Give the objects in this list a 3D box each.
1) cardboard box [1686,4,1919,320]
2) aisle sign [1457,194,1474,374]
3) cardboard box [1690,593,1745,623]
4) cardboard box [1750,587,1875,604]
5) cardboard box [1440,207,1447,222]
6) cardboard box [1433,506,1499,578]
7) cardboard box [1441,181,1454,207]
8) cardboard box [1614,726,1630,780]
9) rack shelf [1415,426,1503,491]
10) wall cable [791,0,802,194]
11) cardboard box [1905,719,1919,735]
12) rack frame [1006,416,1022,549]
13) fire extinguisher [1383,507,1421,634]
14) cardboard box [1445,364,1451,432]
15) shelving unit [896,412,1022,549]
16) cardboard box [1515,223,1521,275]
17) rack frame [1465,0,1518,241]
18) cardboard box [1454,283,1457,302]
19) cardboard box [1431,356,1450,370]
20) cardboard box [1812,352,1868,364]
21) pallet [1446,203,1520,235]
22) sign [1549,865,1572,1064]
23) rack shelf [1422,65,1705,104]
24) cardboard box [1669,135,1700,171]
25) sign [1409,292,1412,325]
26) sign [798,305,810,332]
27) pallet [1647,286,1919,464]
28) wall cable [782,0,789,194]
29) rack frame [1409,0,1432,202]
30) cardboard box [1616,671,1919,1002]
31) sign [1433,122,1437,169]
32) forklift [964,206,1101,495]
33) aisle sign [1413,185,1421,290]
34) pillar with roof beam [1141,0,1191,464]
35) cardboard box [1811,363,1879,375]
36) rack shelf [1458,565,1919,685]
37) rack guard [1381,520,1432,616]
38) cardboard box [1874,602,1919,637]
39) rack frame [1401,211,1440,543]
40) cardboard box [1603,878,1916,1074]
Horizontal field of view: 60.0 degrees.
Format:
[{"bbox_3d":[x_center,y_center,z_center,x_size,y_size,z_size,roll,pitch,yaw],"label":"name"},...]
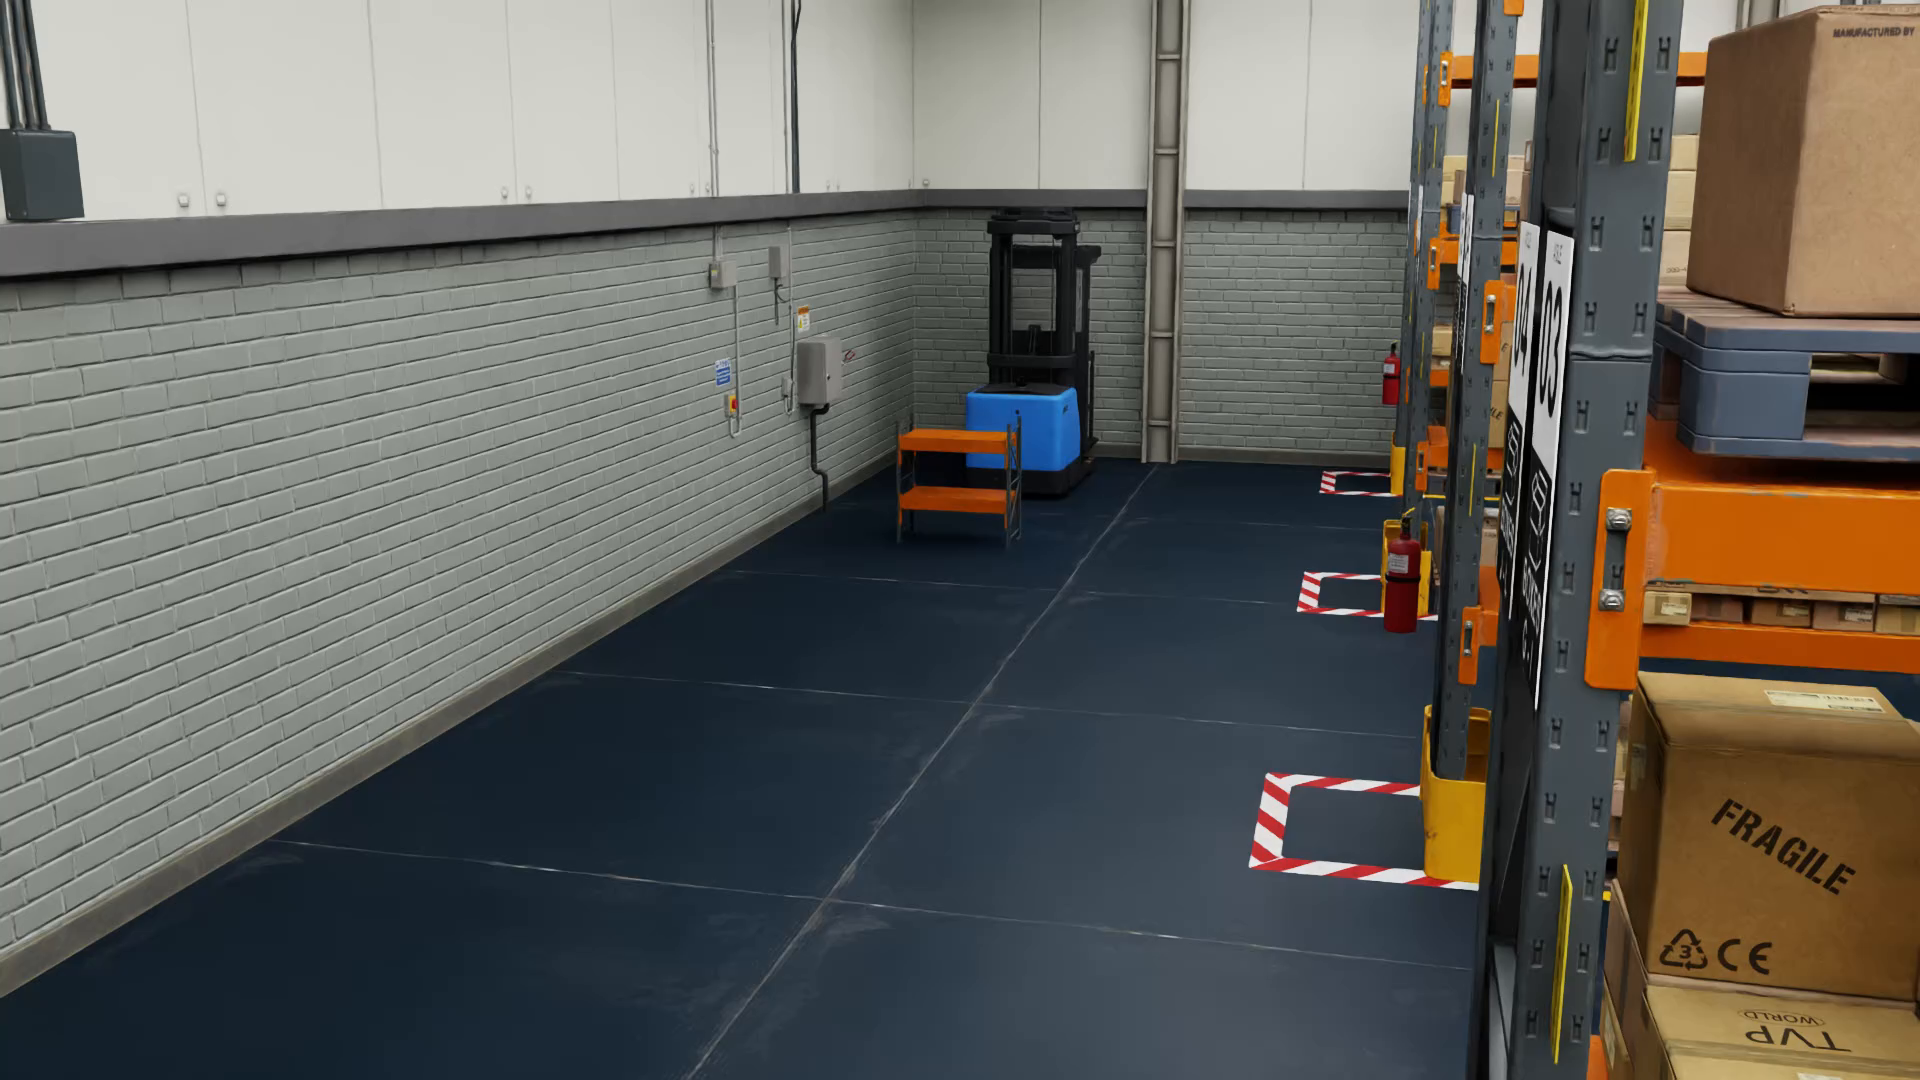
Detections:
[{"bbox_3d":[1.686,-0.679,3.015,0.500,0.500,0.700,2,13,10],"label":"cardboard box"},{"bbox_3d":[2.312,-1.176,7.606,0.004,0.787,0.394,3,13,14],"label":"aisle sign"},{"bbox_3d":[3.480,0.257,7.731,0.250,0.149,0.380,4,13,16],"label":"cardboard box"},{"bbox_3d":[3.822,-0.028,7.517,0.500,0.500,0.500,3,13,14],"label":"cardboard box"},{"bbox_3d":[4.982,-3.332,16.983,0.250,0.149,0.380,3,13,15],"label":"cardboard box"},{"bbox_3d":[4.207,0.047,13.043,0.875,0.438,0.875,3,13,12],"label":"cardboard box"},{"bbox_3d":[5.093,-3.512,16.872,0.500,0.250,0.500,3,13,13],"label":"cardboard box"},{"bbox_3d":[3.178,1.018,7.959,0.250,0.149,0.380,3,13,15],"label":"cardboard box"},{"bbox_3d":[5.484,-0.557,12.480,4.000,0.370,1.077,3,13,14],"label":"rack shelf"},{"bbox_3d":[-1.161,-4.937,16.624,0.133,3.039,2.988,3,13,14],"label":"wall cable"},{"bbox_3d":[4.542,0.990,8.085,0.250,0.149,0.380,3,13,14],"label":"cardboard box"},{"bbox_3d":[0.487,-0.523,14.995,0.032,1.125,0.500,3,13,14],"label":"rack frame"},{"bbox_3d":[2.320,0.144,8.700,0.183,0.674,0.296,3,13,14],"label":"fire extinguisher"},{"bbox_3d":[4.074,-1.092,12.998,0.500,0.500,0.500,3,13,14],"label":"cardboard box"},{"bbox_3d":[-0.007,-0.549,15.113,1.048,1.125,0.538,3,13,14],"label":"shelving unit"},{"bbox_3d":[2.959,-1.389,7.991,0.500,0.250,0.500,3,13,12],"label":"cardboard box"},{"bbox_3d":[2.454,-2.895,7.505,0.127,3.000,1.000,3,13,14],"label":"rack frame"},{"bbox_3d":[3.939,-1.889,12.787,0.250,0.149,0.380,3,13,14],"label":"cardboard box"},{"bbox_3d":[4.981,-1.859,17.266,0.250,0.149,0.380,3,13,13],"label":"cardboard box"},{"bbox_3d":[3.957,-0.625,7.901,0.500,0.500,0.500,4,13,16],"label":"cardboard box"},{"bbox_3d":[4.265,-2.397,12.391,1.213,0.211,1.003,3,13,14],"label":"pallet"},{"bbox_3d":[1.029,0.727,2.850,0.005,0.325,0.100,3,13,14],"label":"sign"},{"bbox_3d":[6.670,-4.528,16.537,4.000,0.370,1.077,3,13,14],"label":"rack shelf"},{"bbox_3d":[3.203,-1.685,7.248,0.250,0.149,0.380,3,13,13],"label":"cardboard box"},{"bbox_3d":[4.598,-2.365,16.968,0.005,0.325,0.100,3,13,14],"label":"sign"},{"bbox_3d":[-1.507,-2.136,16.031,0.001,0.242,0.339,3,13,14],"label":"sign"},{"bbox_3d":[1.891,-0.313,2.998,1.213,0.211,1.003,3,13,14],"label":"pallet"},{"bbox_3d":[-1.865,-4.335,13.996,0.029,3.000,2.355,3,13,14],"label":"wall cable"},{"bbox_3d":[4.728,-4.985,16.926,0.127,3.000,1.000,3,13,14],"label":"rack frame"},{"bbox_3d":[1.704,0.604,3.515,0.500,0.500,0.500,3,13,14],"label":"cardboard box"},{"bbox_3d":[3.403,-2.825,11.918,0.005,0.325,0.100,3,13,14],"label":"sign"},{"bbox_3d":[0.920,-2.169,18.245,1.130,2.935,3.031,3,13,15],"label":"forklift"},{"bbox_3d":[3.547,-2.350,12.899,0.004,0.787,0.394,3,13,14],"label":"aisle sign"},{"bbox_3d":[1.295,-4.409,14.331,0.400,9.000,9.100,3,13,14],"label":"pillar with roof beam"},{"bbox_3d":[3.818,-0.512,7.392,0.500,0.500,0.500,3,13,12],"label":"cardboard box"},{"bbox_3d":[4.396,0.489,7.765,4.000,0.370,1.077,3,13,14],"label":"rack shelf"},{"bbox_3d":[3.519,0.207,13.147,0.348,0.500,1.175,3,13,14],"label":"rack guard"},{"bbox_3d":[4.217,0.313,7.479,0.250,0.149,0.380,4,13,16],"label":"cardboard box"},{"bbox_3d":[3.542,-1.012,12.870,0.127,3.000,1.000,3,13,14],"label":"rack frame"},{"bbox_3d":[1.702,0.969,3.600,0.500,0.250,0.500,3,13,13],"label":"cardboard box"}]
